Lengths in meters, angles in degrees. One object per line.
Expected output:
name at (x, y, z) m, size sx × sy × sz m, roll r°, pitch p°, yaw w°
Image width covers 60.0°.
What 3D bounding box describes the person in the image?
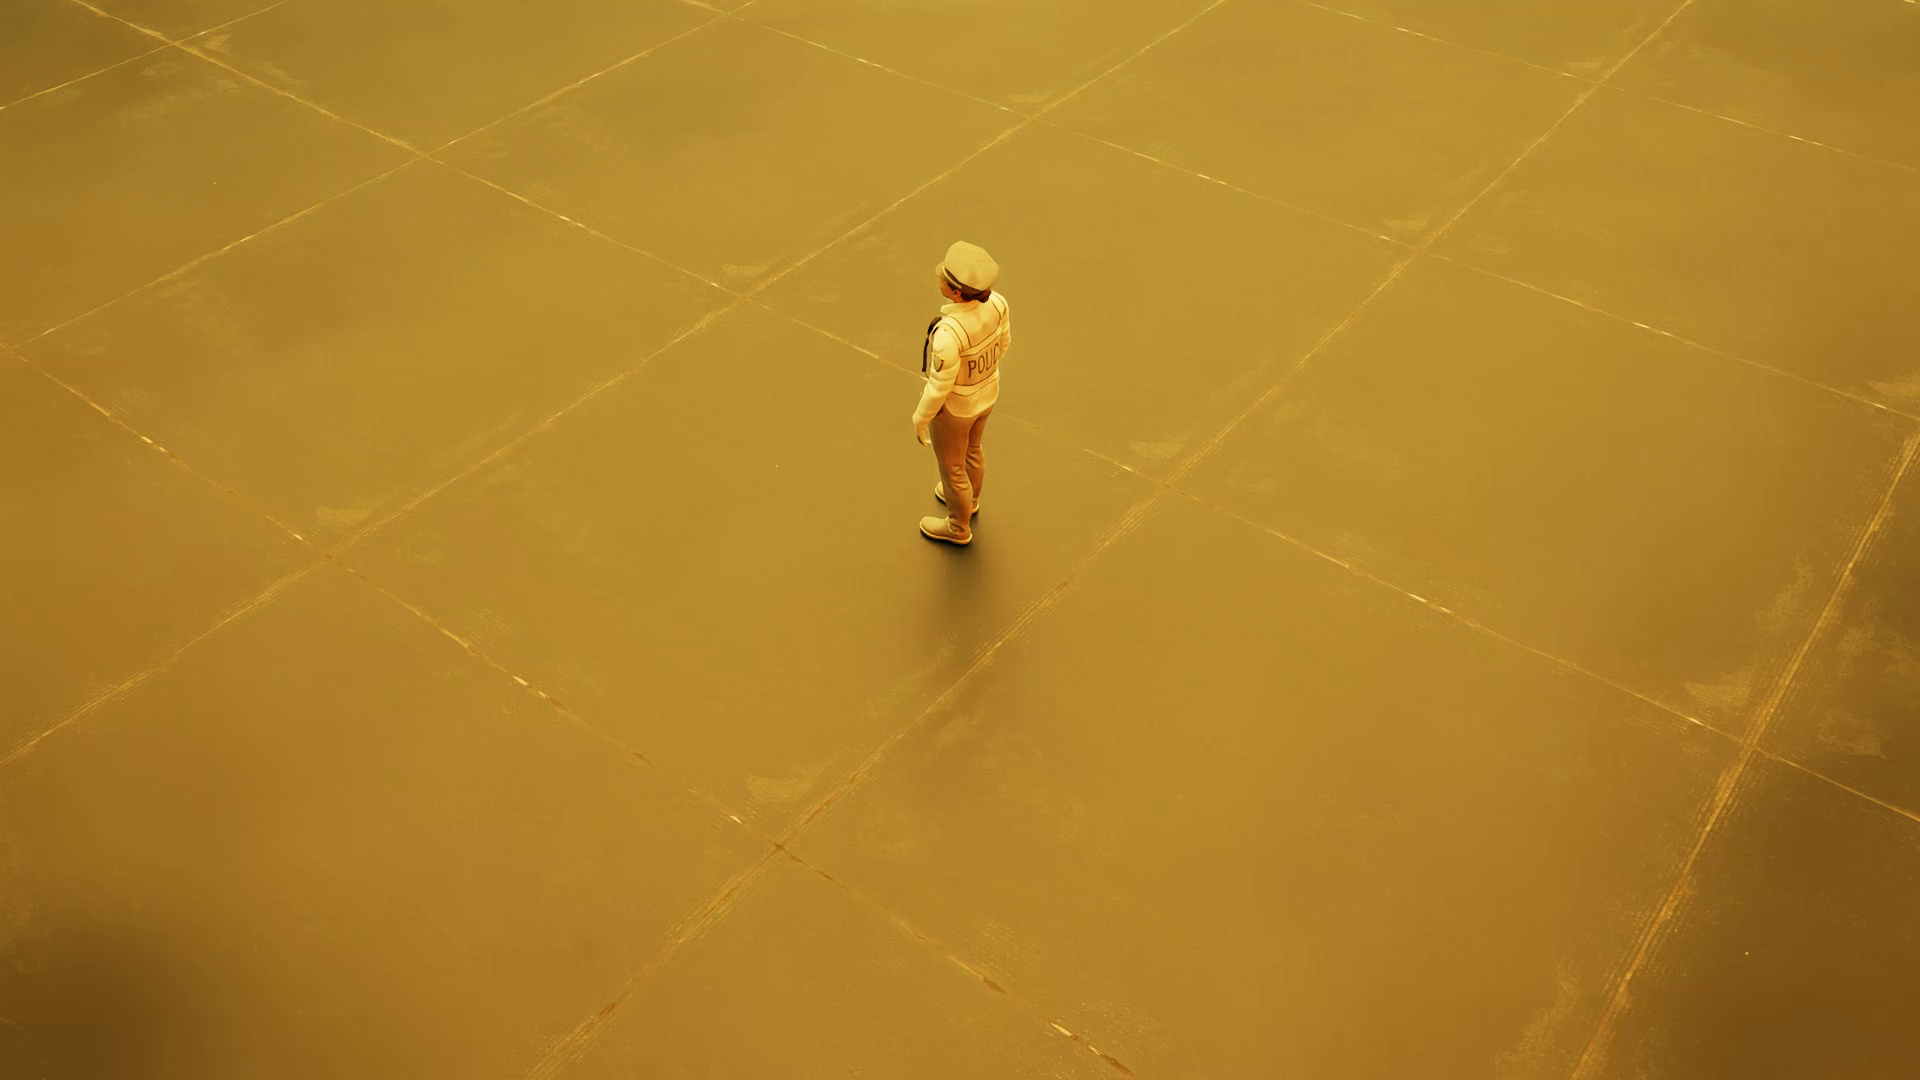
person at (-0.050, -0.681, 7.815) m, size 0.530 × 1.694 × 0.586 m, roll 26°, pitch 47°, yaw 28°
